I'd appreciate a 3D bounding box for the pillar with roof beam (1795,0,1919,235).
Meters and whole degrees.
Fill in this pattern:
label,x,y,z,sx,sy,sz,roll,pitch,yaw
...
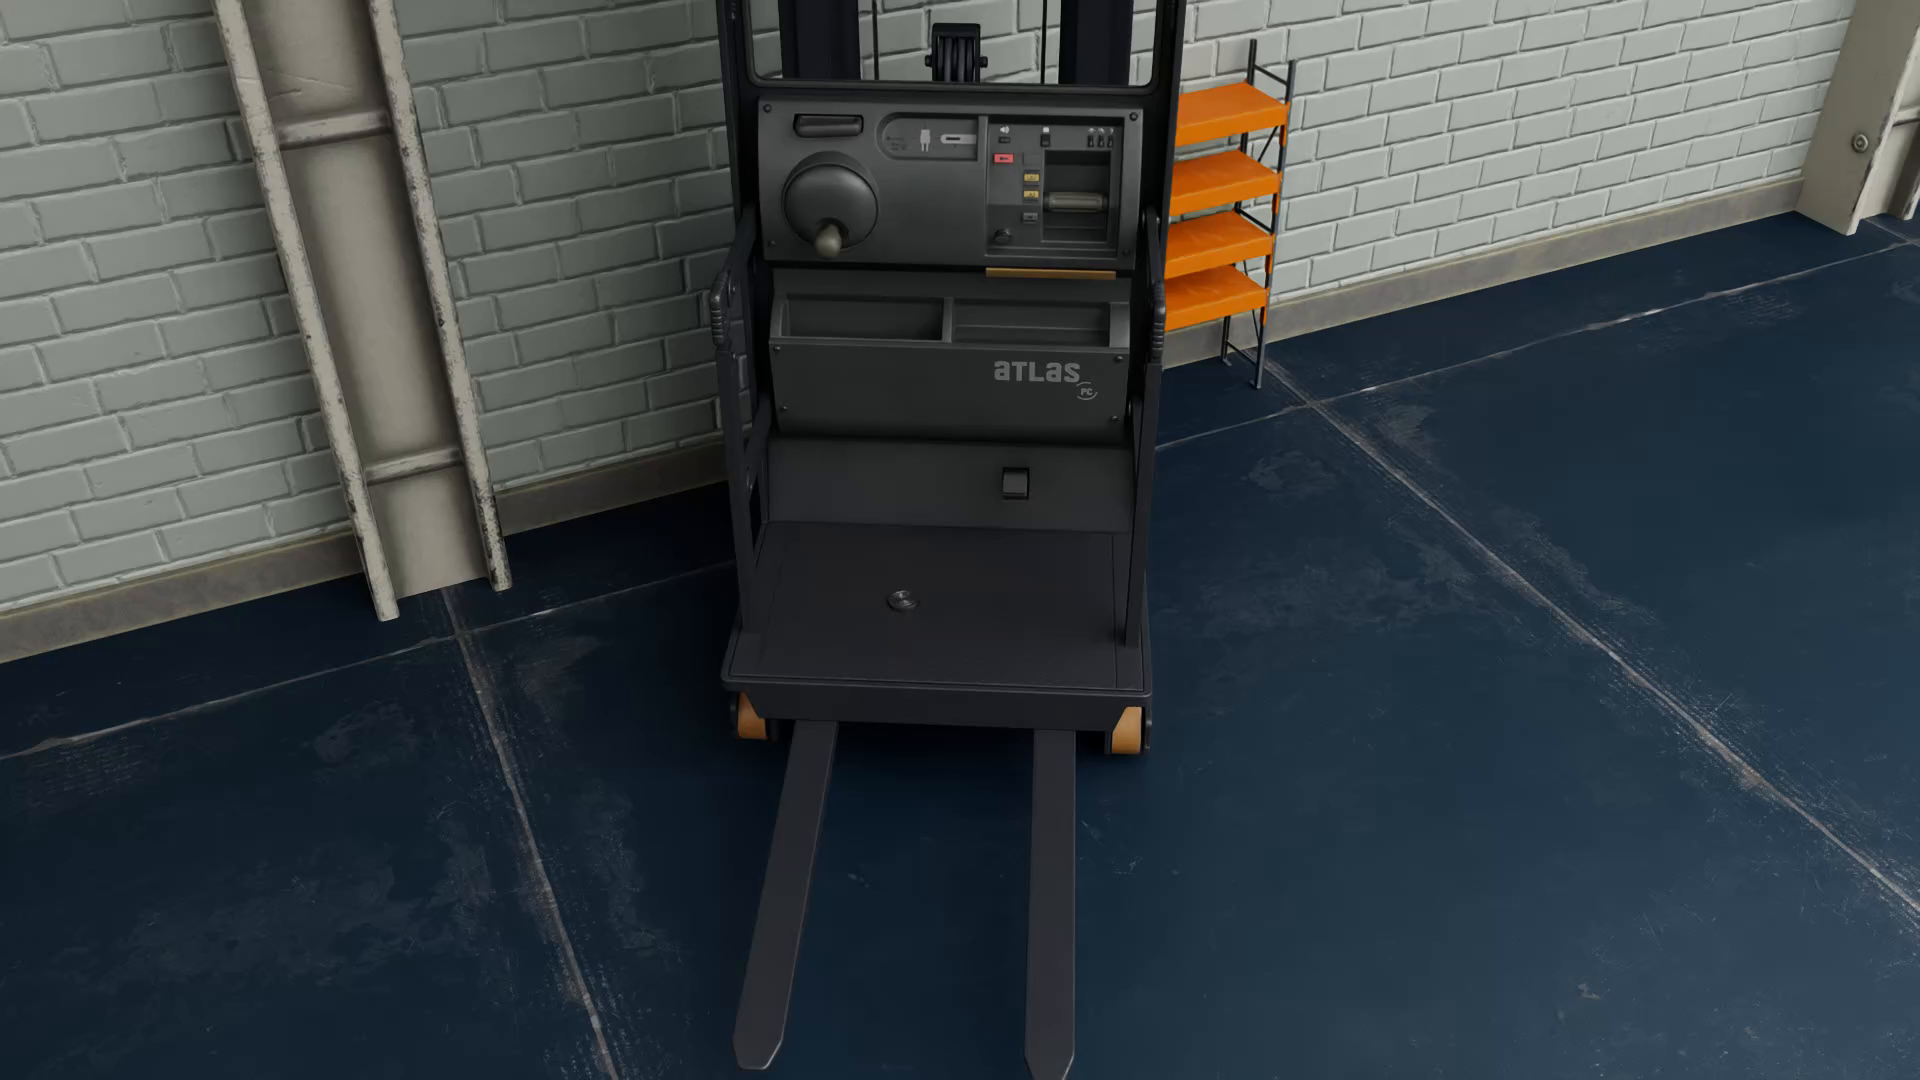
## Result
label,x,y,z,sx,sy,sz,roll,pitch,yaw
pillar with roof beam,5.657,-2.701,1.338,0.400,9.000,9.100,-16,39,-20

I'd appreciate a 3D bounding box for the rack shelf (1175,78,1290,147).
label,x,y,z,sx,sy,sz,roll,pitch,yaw
rack shelf,0.793,-1.349,5.398,0.480,0.148,0.258,-16,38,-21

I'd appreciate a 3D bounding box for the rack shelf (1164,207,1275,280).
label,x,y,z,sx,sy,sz,roll,pitch,yaw
rack shelf,0.797,-0.975,5.666,0.480,0.148,0.258,-16,38,-21

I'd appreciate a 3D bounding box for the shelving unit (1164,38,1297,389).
label,x,y,z,sx,sy,sz,roll,pitch,yaw
shelving unit,0.796,-1.030,5.627,0.503,1.200,0.258,-16,38,-21

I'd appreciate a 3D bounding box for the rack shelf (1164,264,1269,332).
label,x,y,z,sx,sy,sz,roll,pitch,yaw
rack shelf,0.798,-0.814,5.781,0.480,0.148,0.258,-16,38,-21

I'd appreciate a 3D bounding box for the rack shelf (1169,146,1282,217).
label,x,y,z,sx,sy,sz,roll,pitch,yaw
rack shelf,0.795,-1.157,5.536,0.480,0.148,0.258,-16,38,-21

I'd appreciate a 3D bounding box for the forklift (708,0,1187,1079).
label,x,y,z,sx,sy,sz,roll,pitch,yaw
forklift,-0.036,-0.803,3.872,1.130,2.935,3.031,2,37,3

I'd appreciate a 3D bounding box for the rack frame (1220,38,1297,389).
label,x,y,z,sx,sy,sz,roll,pitch,yaw
rack frame,1.015,-1.094,5.713,0.015,1.200,0.240,-16,38,-21
